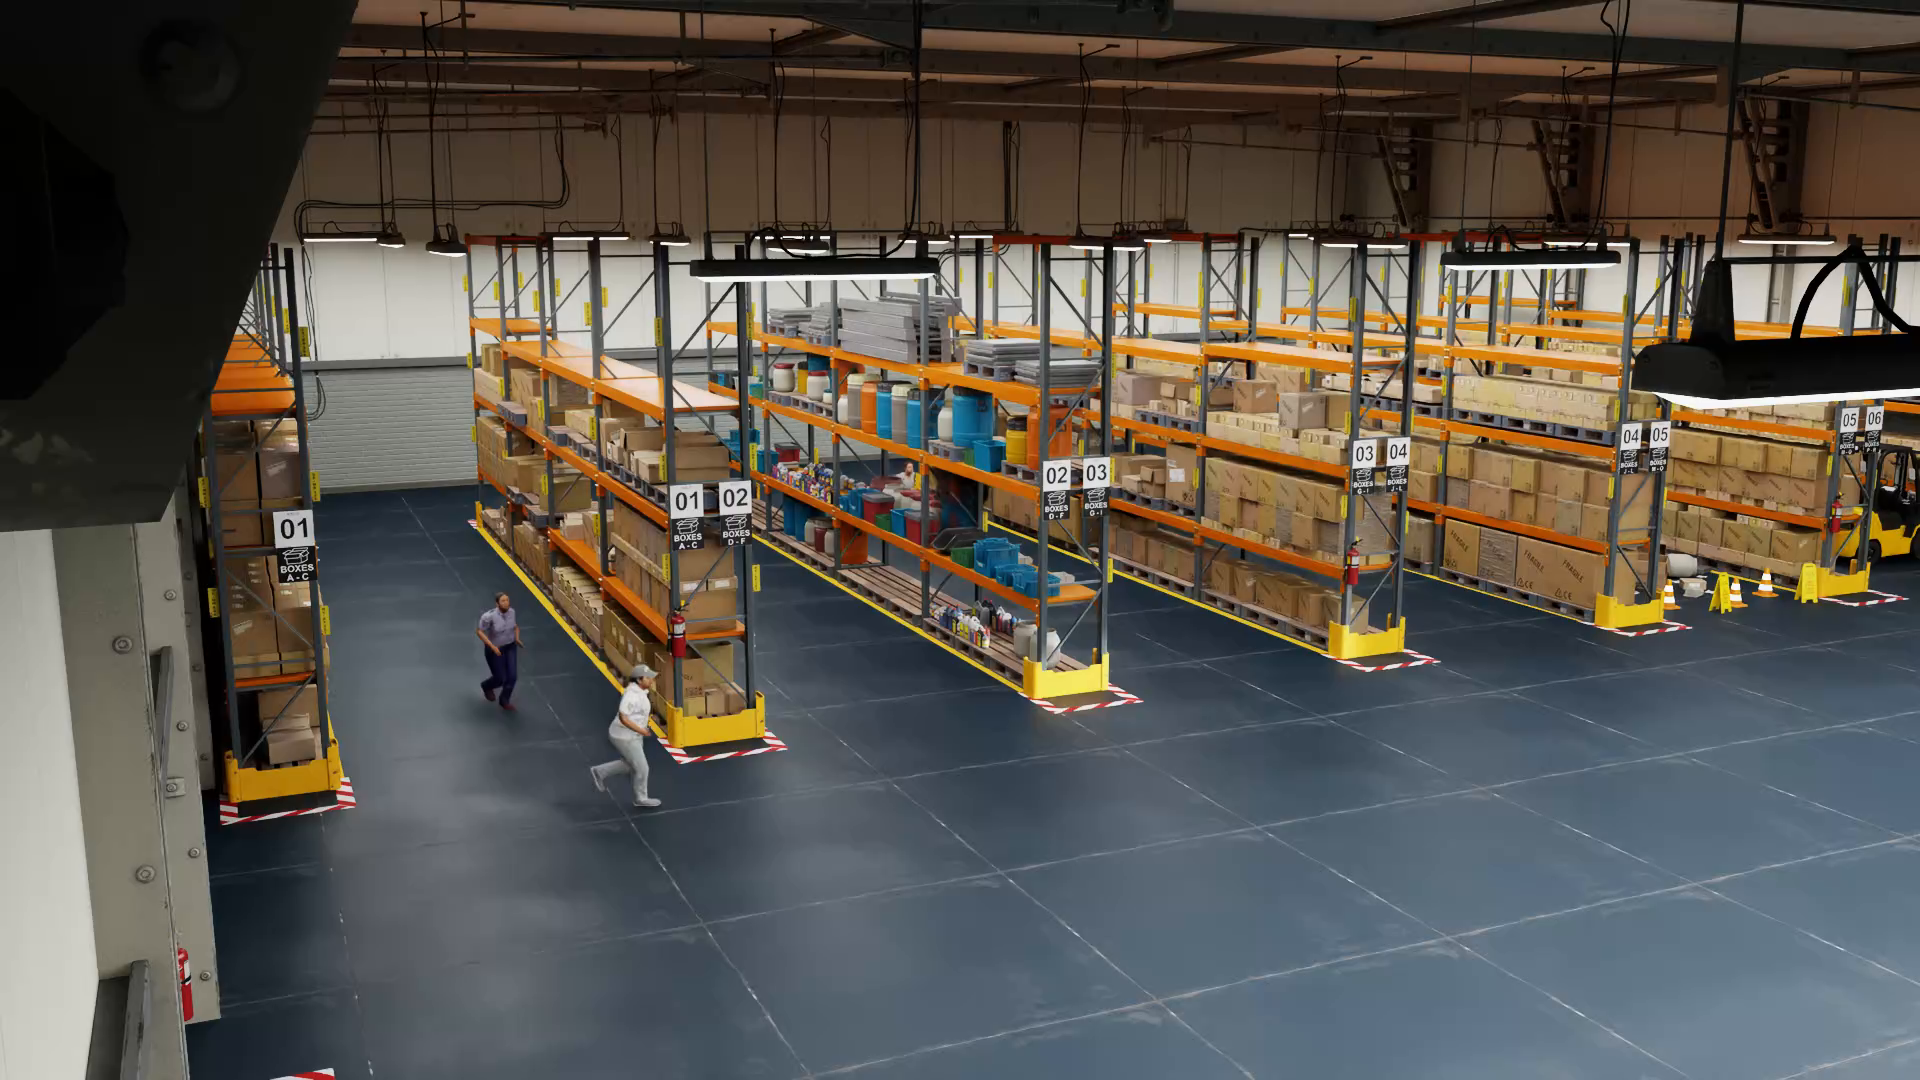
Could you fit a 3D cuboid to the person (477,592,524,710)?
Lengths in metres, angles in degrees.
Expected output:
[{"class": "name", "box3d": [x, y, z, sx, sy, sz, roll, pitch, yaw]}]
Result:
[{"class": "person", "box3d": [-6.026, 1.426, 21.681, 0.587, 1.581, 0.607, 11, 15, 44]}]

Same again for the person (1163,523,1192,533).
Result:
[{"class": "person", "box3d": [4.470, -1.035, 34.136, 0.745, 1.713, 1.052, -8, 13, -34]}]

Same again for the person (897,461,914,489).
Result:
[{"class": "person", "box3d": [-1.135, -0.755, 32.739, 0.574, 1.670, 1.035, -7, 13, -32]}]

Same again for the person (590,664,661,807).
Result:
[{"class": "person", "box3d": [-3.640, 2.130, 17.967, 0.806, 1.620, 0.596, 1, 11, 4]}]
